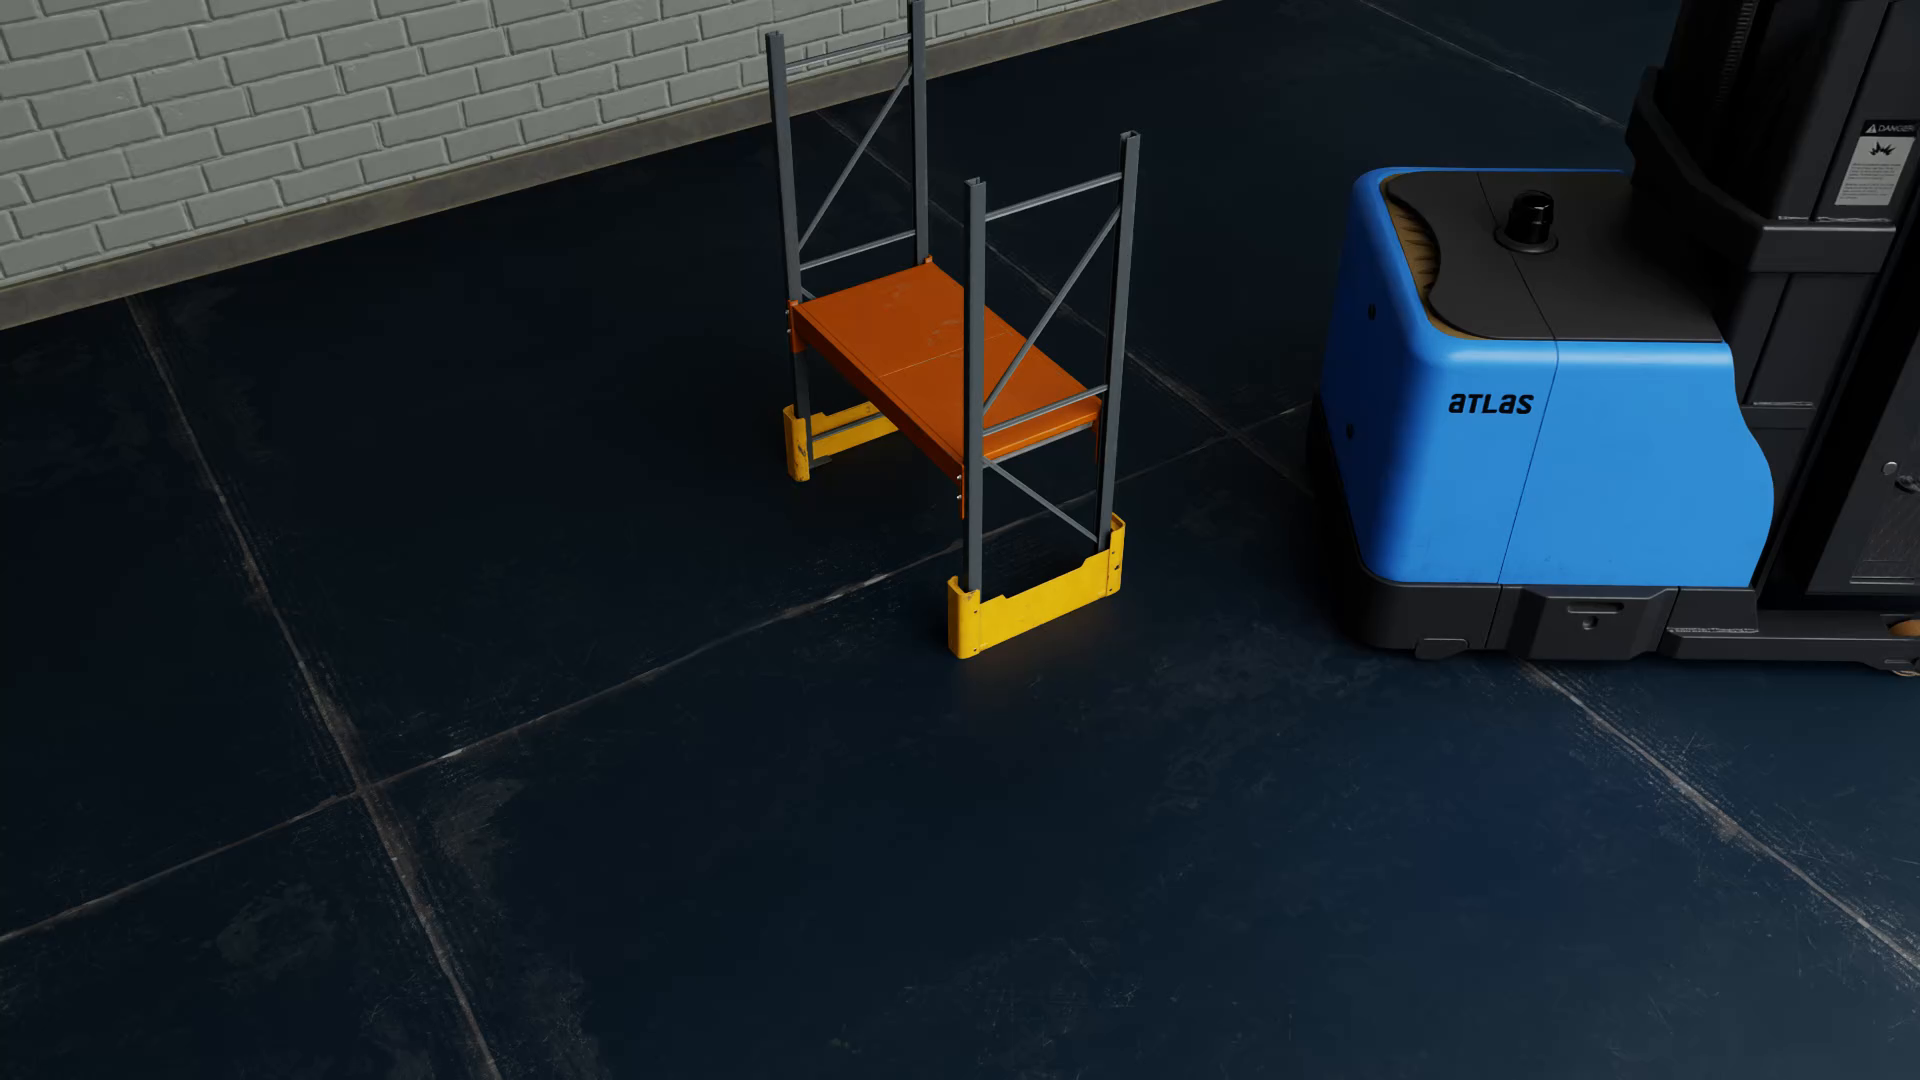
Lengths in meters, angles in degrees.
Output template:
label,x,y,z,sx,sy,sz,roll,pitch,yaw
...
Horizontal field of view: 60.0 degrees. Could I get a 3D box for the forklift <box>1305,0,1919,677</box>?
label,x,y,z,sx,sy,sz,roll,pitch,yaw
forklift,2.646,-1.078,4.254,3.031,2.935,1.130,1,40,1

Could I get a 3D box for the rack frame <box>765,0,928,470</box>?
label,x,y,z,sx,sy,sz,roll,pitch,yaw
rack frame,-0.319,-0.897,5.154,0.500,1.500,0.032,-22,45,-24

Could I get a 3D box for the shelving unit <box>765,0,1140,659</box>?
label,x,y,z,sx,sy,sz,roll,pitch,yaw
shelving unit,-0.041,-0.617,4.819,0.587,1.500,1.083,-22,45,-24

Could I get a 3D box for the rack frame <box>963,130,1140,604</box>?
label,x,y,z,sx,sy,sz,roll,pitch,yaw
rack frame,0.227,-0.348,4.496,0.500,1.500,0.032,-22,45,-24

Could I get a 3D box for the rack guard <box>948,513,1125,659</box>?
label,x,y,z,sx,sy,sz,roll,pitch,yaw
rack guard,0.227,0.132,4.897,0.587,0.250,0.087,-22,45,-24

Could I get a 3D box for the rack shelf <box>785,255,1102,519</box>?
label,x,y,z,sx,sy,sz,roll,pitch,yaw
rack shelf,-0.046,-0.484,4.940,0.538,0.185,1.000,-22,45,-24

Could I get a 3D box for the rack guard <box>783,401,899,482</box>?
label,x,y,z,sx,sy,sz,roll,pitch,yaw
rack guard,-0.309,-0.406,5.542,0.587,0.250,0.087,-22,45,-24
